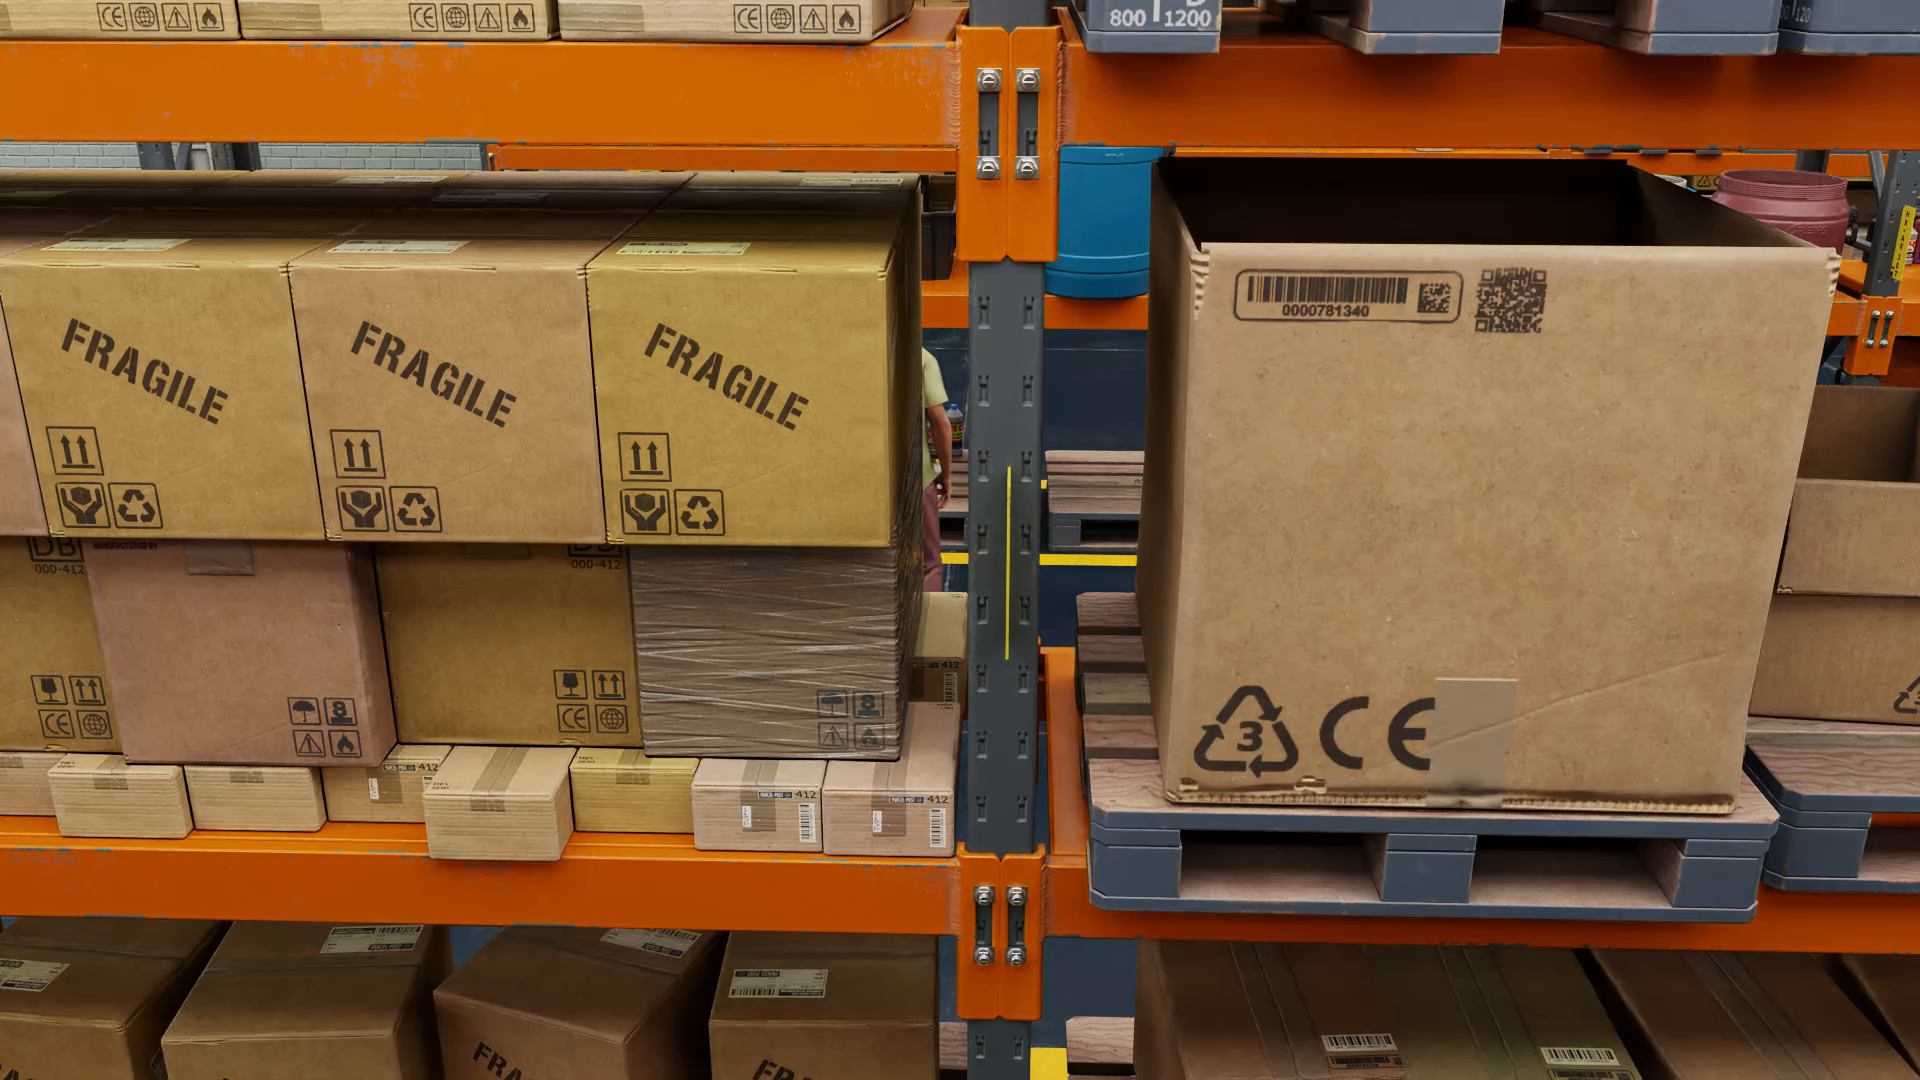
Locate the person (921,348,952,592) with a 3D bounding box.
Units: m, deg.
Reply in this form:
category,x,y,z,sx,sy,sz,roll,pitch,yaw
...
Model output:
category,x,y,z,sx,sy,sz,roll,pitch,yaw
person,-0.277,-0.235,6.701,0.519,1.671,0.417,-1,21,-2
